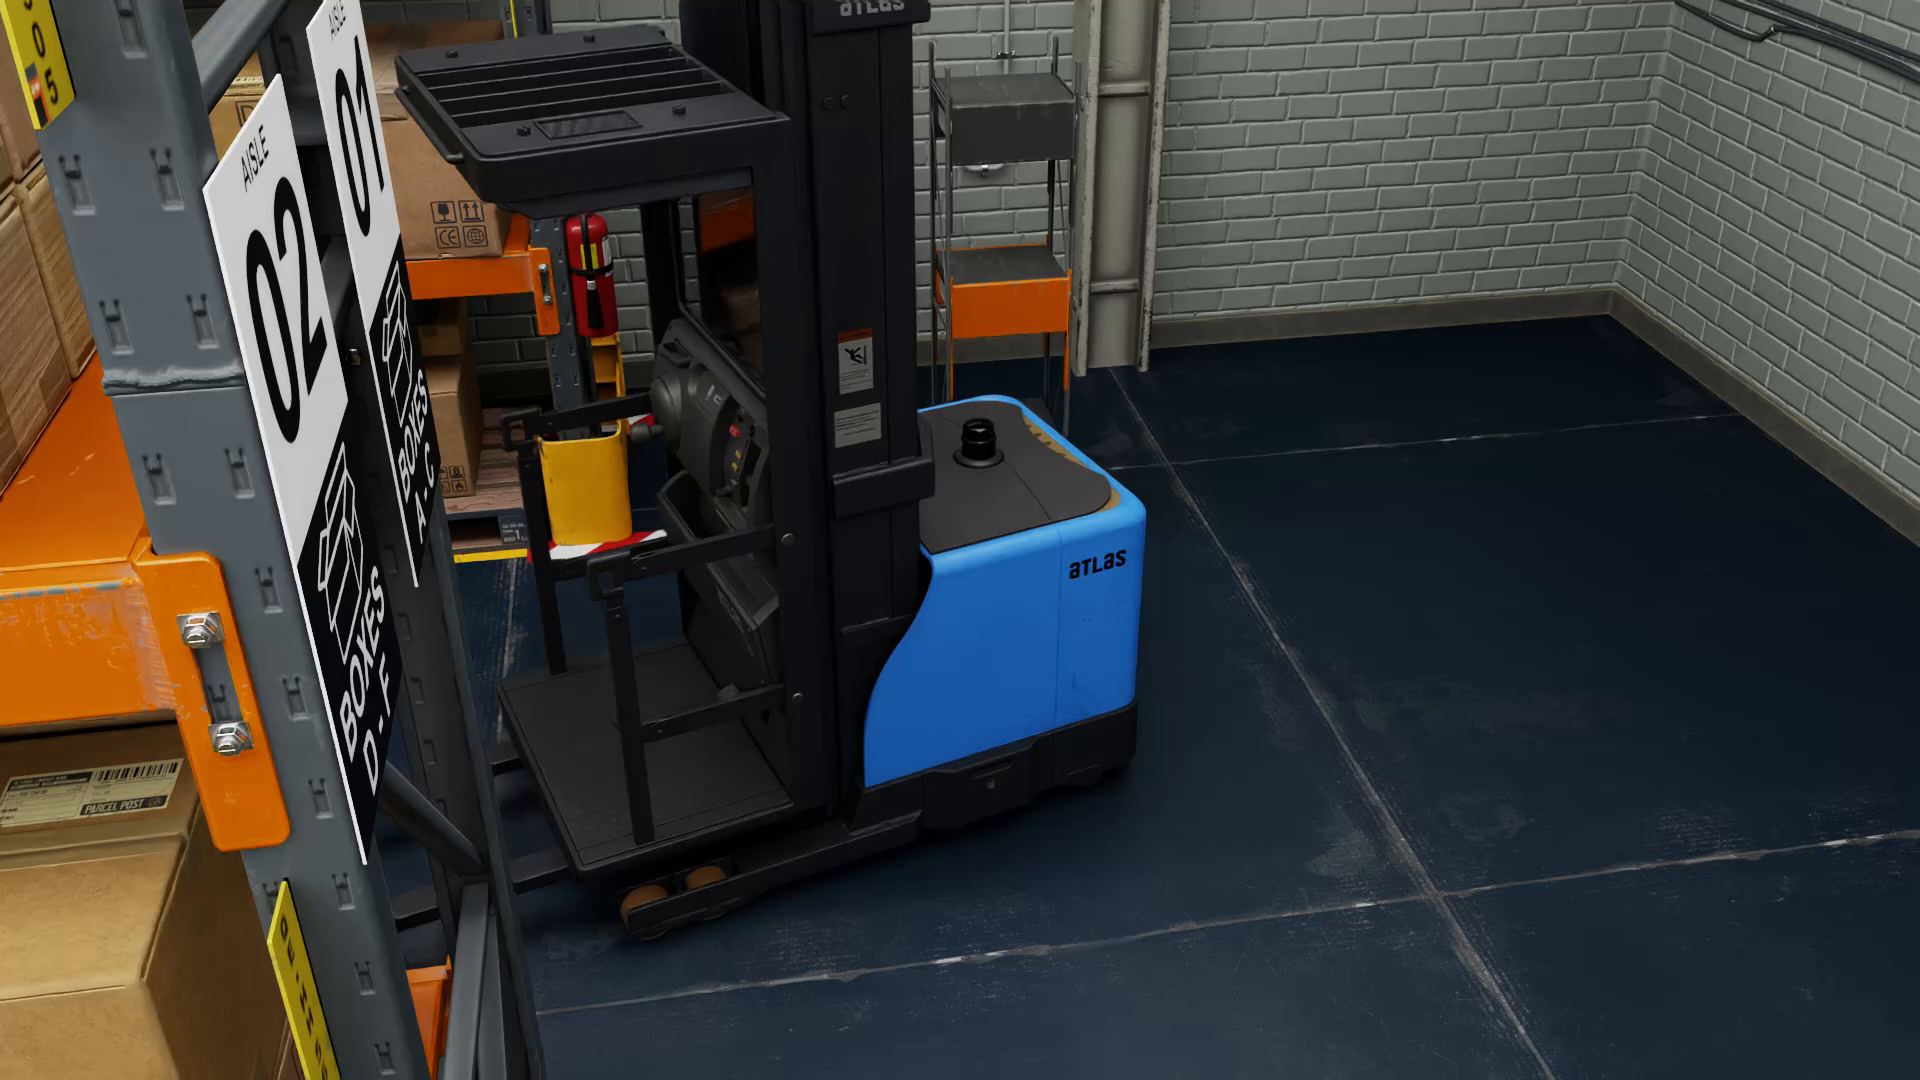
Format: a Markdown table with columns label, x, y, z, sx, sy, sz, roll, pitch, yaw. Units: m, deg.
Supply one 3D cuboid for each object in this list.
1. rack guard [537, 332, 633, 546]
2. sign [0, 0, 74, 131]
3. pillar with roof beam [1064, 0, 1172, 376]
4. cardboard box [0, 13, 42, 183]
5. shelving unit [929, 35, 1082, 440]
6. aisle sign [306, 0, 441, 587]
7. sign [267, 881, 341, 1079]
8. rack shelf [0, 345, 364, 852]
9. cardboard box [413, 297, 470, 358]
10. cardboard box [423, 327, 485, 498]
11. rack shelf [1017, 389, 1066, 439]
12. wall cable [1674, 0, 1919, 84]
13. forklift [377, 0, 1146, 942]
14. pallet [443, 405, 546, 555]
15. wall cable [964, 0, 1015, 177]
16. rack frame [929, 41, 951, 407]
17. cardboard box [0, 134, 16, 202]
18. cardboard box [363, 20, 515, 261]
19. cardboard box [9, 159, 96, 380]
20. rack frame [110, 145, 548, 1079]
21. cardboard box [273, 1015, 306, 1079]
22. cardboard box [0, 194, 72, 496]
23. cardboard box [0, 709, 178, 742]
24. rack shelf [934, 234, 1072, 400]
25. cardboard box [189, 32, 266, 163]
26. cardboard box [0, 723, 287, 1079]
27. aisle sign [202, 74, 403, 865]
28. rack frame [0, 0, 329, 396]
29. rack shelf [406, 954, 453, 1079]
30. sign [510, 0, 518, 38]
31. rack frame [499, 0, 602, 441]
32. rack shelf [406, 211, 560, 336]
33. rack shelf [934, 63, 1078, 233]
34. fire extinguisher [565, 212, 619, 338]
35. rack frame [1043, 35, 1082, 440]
| label | x | y | z | sx | sy | sz | roll | pitch | yaw |
| --- | --- | --- | --- | --- | --- | --- | --- | --- | --- |
| rack guard | -1.702 | -0.491 | 7.592 | 0.348 | 0.500 | 1.175 | -5 | 31 | -9 |
| sign | -0.750 | -0.493 | 1.296 | 0.005 | 0.325 | 0.100 | -5 | 31 | -9 |
| pillar with roof beam | 1.550 | -2.684 | 2.936 | 0.400 | 9.000 | 9.100 | -5 | 31 | -9 |
| cardboard box | -1.382 | -0.624 | 2.046 | 0.500 | 0.250 | 0.500 | -5 | 31 | -9 |
| shelving unit | 0.163 | -0.920 | 6.743 | 0.503 | 2.100 | 0.431 | -5 | 31 | -9 |
| aisle sign | -0.816 | -0.370 | 2.355 | 0.004 | 0.787 | 0.394 | -5 | 31 | -9 |
| sign | -0.750 | 0.546 | 1.907 | 0.005 | 0.325 | 0.100 | -5 | 31 | -9 |
| rack shelf | -2.797 | 0.103 | 1.866 | 4.000 | 0.370 | 1.077 | -5 | 31 | -9 |
| cardboard box | -2.309 | -0.947 | 7.313 | 0.250 | 0.149 | 0.380 | -5 | 31 | -9 |
| cardboard box | -2.396 | -0.556 | 7.288 | 0.500 | 0.500 | 0.700 | -5 | 31 | -9 |
| rack shelf | 0.163 | -0.305 | 7.105 | 0.480 | 0.518 | 0.431 | -5 | 31 | -9 |
| wall cable | 3.902 | -3.152 | 6.796 | 0.112 | 2.526 | 3.097 | -5 | 31 | -9 |
| forklift | -0.936 | -0.334 | 4.926 | 3.031 | 2.935 | 1.130 | -14 | 33 | -23 |
| pallet | -2.498 | -0.252 | 7.471 | 1.213 | 0.211 | 1.003 | -5 | 31 | -9 |
| wall cable | -0.637 | -2.593 | 7.698 | 1.851 | 1.984 | 0.084 | -5 | 31 | -9 |
| rack frame | -0.077 | -0.898 | 6.706 | 0.015 | 2.100 | 0.400 | -5 | 31 | -9 |
| cardboard box | -1.289 | -0.367 | 1.610 | 0.500 | 0.250 | 0.500 | -5 | 31 | -9 |
| cardboard box | -2.226 | -1.644 | 6.791 | 0.700 | 0.700 | 0.980 | -4 | 31 | -7 |
| cardboard box | -1.381 | -0.405 | 2.168 | 0.500 | 0.250 | 0.500 | -5 | 31 | -9 |
| rack frame | -0.830 | 0.903 | 2.755 | 0.127 | 3.000 | 1.000 | -5 | 31 | -9 |
| cardboard box | -1.221 | 1.037 | 2.429 | 0.500 | 0.500 | 0.500 | -4 | 31 | -7 |
| cardboard box | -1.288 | -0.147 | 1.729 | 0.500 | 0.250 | 0.500 | -5 | 31 | -9 |
| cardboard box | -1.314 | 0.338 | 2.630 | 0.500 | 0.500 | 0.500 | -4 | 31 | -7 |
| rack shelf | 0.163 | -0.908 | 6.750 | 0.480 | 0.518 | 0.431 | -5 | 31 | -9 |
| cardboard box | -2.939 | -1.572 | 6.668 | 0.700 | 0.700 | 0.980 | -6 | 31 | -9 |
| cardboard box | -1.218 | 0.607 | 2.173 | 0.500 | 0.500 | 0.500 | -6 | 31 | -9 |
| aisle sign | -0.708 | -0.071 | 1.846 | 0.004 | 0.787 | 0.394 | -5 | 31 | -9 |
| rack frame | -0.830 | -1.683 | 1.234 | 0.127 | 3.000 | 1.000 | -5 | 31 | -9 |
| rack shelf | -2.797 | 1.396 | 2.626 | 4.000 | 0.370 | 1.077 | -5 | 31 | -9 |
| sign | -1.642 | -1.896 | 6.139 | 0.005 | 0.325 | 0.100 | -5 | 31 | -9 |
| rack frame | -1.726 | -1.566 | 6.954 | 0.127 | 3.000 | 1.000 | -5 | 31 | -9 |
| rack shelf | -3.693 | -1.074 | 6.826 | 4.000 | 0.370 | 1.077 | -5 | 31 | -9 |
| rack shelf | 0.163 | -1.512 | 6.396 | 0.480 | 0.518 | 0.431 | -5 | 31 | -9 |
| fire extinguisher | -1.494 | -1.156 | 6.701 | 0.183 | 0.674 | 0.296 | -5 | 31 | -9 |
| rack frame | 0.403 | -0.943 | 6.781 | 0.015 | 2.100 | 0.400 | -5 | 31 | -9 |
